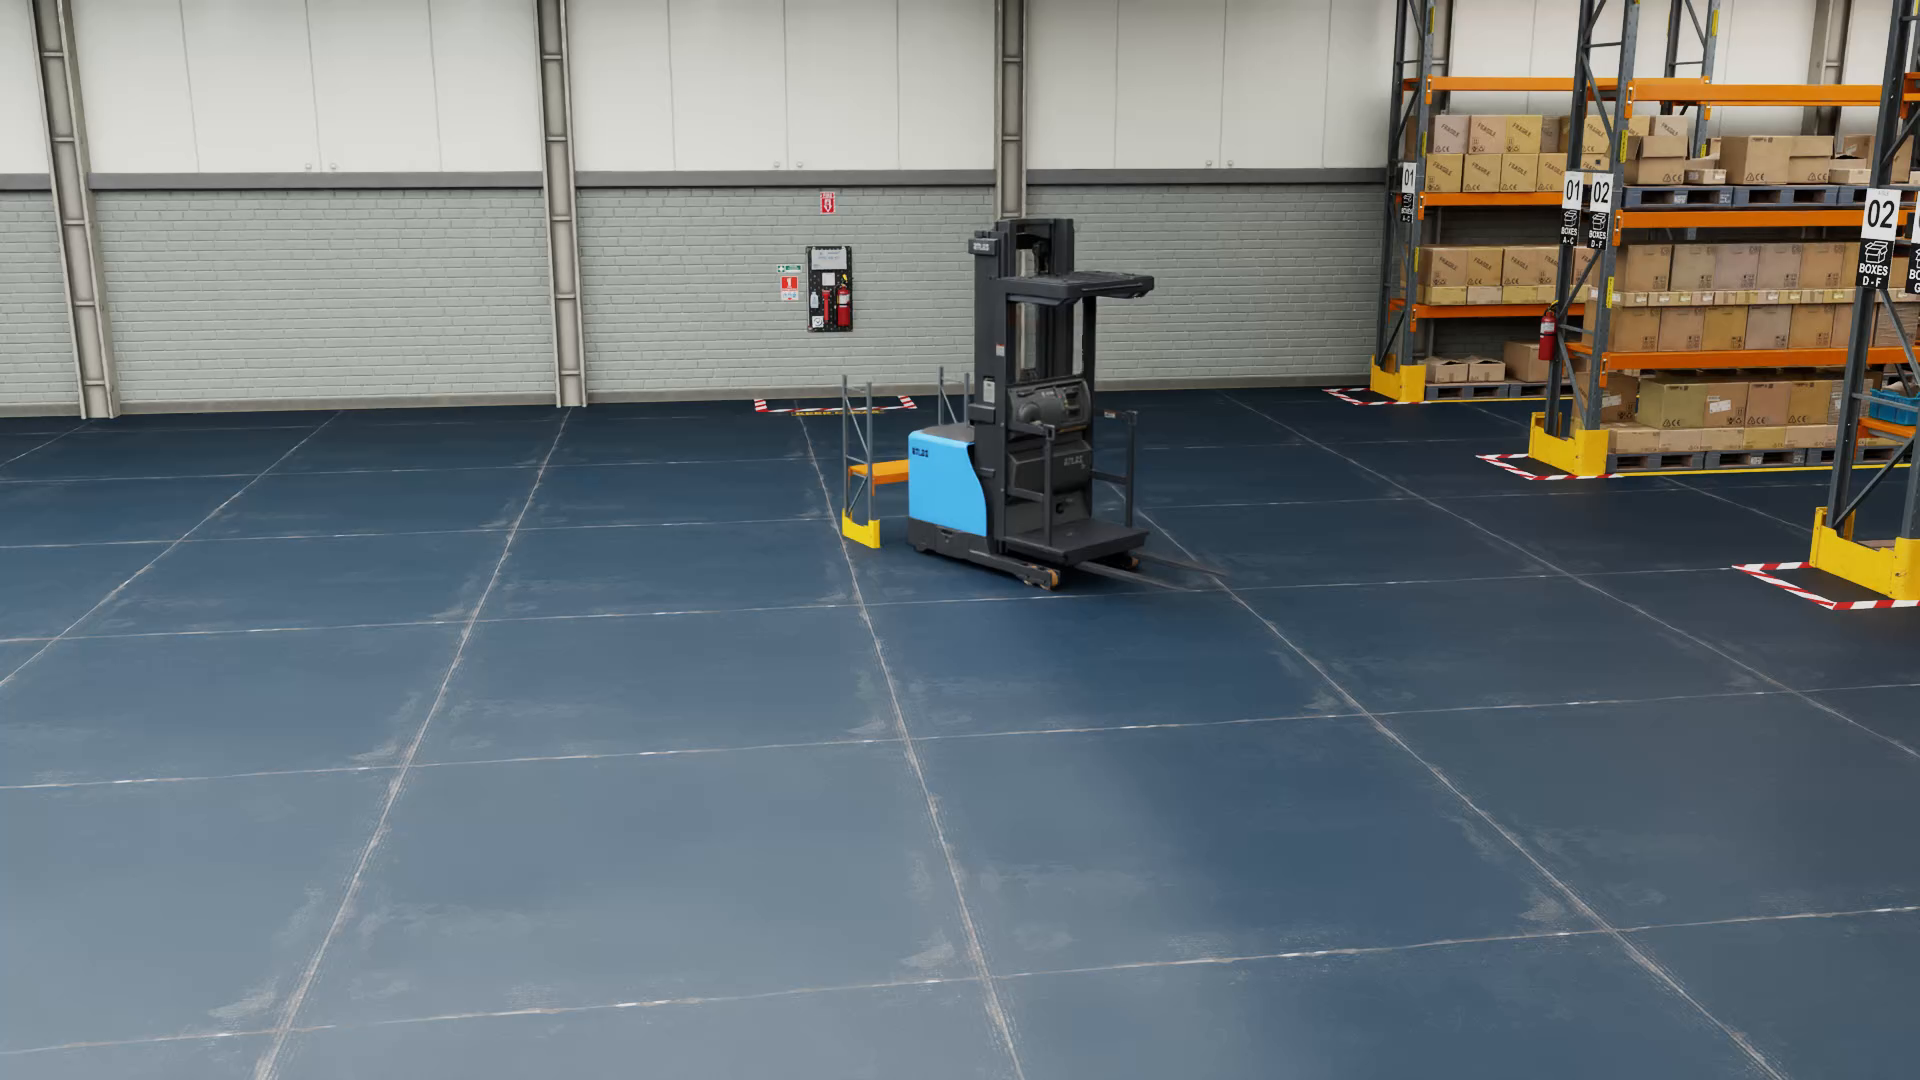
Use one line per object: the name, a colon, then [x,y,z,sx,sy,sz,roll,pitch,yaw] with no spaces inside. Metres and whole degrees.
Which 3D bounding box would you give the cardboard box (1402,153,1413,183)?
cardboard box: [6.425,-5.072,22.896,0.500,0.500,0.500,-1,14,-4]

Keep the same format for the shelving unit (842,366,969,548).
shelving unit: [-0.483,-0.782,15.286,1.083,1.500,0.587,-9,16,-31]

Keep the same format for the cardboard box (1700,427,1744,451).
cardboard box: [8.344,-1.165,18.517,0.500,0.250,0.500,-2,14,-8]

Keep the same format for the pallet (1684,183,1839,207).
pallet: [8.704,-3.768,18.125,1.213,0.211,1.003,-2,14,-8]

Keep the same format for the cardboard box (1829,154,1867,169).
cardboard box: [9.676,-4.146,18.480,0.500,0.311,0.500,-3,14,-11]

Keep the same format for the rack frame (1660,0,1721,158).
rack frame: [10.006,-6.538,22.821,0.127,3.000,1.000,-2,14,-8]

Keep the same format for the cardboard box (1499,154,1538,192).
cardboard box: [7.468,-4.979,22.524,0.500,0.500,0.500,-1,14,-6]

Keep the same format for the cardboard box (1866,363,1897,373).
cardboard box: [13.257,-2.735,24.225,0.500,0.500,0.700,-2,14,-8]

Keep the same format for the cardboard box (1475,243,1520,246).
cardboard box: [7.495,-3.888,23.311,0.500,0.500,0.500,-2,14,-10]

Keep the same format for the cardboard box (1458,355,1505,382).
cardboard box: [7.312,-2.417,23.342,0.500,0.311,0.500,-1,14,-4]

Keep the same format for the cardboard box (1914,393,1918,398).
cardboard box: [11.193,-1.534,18.836,0.500,0.311,0.500,-2,14,-8]

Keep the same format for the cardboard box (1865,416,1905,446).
cardboard box: [10.322,-1.237,18.807,0.500,0.250,0.500,-2,14,-8]

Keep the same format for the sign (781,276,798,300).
sign: [-2.331,-3.441,22.731,0.234,0.329,0.001,-2,14,-8]

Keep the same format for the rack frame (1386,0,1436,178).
rack frame: [6.050,-6.393,22.243,0.127,3.000,1.000,-2,14,-8]

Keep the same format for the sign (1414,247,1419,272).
sign: [6.131,-3.773,22.347,0.005,0.325,0.100,-2,14,-8]

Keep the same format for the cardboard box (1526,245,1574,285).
cardboard box: [8.078,-3.783,22.895,0.500,0.500,0.500,-2,14,-7]

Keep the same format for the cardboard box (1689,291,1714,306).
cardboard box: [7.970,-2.645,18.091,0.250,0.149,0.380,-2,14,-9]

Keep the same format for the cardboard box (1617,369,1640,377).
cardboard box: [9.481,-2.441,23.736,0.250,0.166,0.380,-4,15,-16]

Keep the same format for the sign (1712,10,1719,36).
sign: [10.068,-6.898,22.175,0.005,0.325,0.100,-2,14,-8]

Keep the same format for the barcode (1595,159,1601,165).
barcode: [7.019,-4.155,18.293,0.075,0.075,0.001,-2,14,-8]

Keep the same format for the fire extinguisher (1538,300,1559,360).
fire extinguisher: [6.606,-2.362,18.660,0.183,0.674,0.296,-2,14,-8]

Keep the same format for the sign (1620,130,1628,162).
sign: [6.869,-4.075,17.208,0.005,0.325,0.100,-2,14,-8]

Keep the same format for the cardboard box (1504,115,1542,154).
cardboard box: [7.476,-5.464,22.403,0.500,0.500,0.500,-2,14,-7]

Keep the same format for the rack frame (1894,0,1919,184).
rack frame: [10.748,-5.347,18.070,0.127,3.000,1.000,-2,14,-8]

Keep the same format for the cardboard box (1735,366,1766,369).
cardboard box: [11.235,-2.691,24.046,0.500,0.500,0.700,-2,14,-9]

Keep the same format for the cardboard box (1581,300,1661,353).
cardboard box: [7.256,-2.354,18.265,0.500,0.500,0.700,-2,14,-8]

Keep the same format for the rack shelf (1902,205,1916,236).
rack shelf: [12.725,-3.615,18.812,4.000,0.370,1.077,-2,14,-8]

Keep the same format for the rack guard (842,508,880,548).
rack guard: [-0.906,-0.112,15.183,0.087,0.250,0.587,-9,16,-31]

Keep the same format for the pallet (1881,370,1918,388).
pallet: [13.188,-2.393,24.356,1.213,0.211,1.003,-2,14,-8]

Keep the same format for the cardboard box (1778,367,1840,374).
cardboard box: [9.749,-1.709,19.146,0.500,0.500,0.500,-2,14,-8]

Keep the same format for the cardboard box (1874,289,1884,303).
cardboard box: [10.007,-2.720,18.390,0.250,0.149,0.380,-3,14,-10]

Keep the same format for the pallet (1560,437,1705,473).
pallet: [7.542,-0.977,18.712,1.213,0.211,1.003,-2,14,-8]

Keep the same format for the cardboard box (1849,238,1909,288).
cardboard box: [10.310,-3.097,18.560,0.500,0.500,0.700,-2,14,-8]

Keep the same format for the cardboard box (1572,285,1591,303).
cardboard box: [8.594,-3.437,23.056,0.500,0.250,0.500,-2,14,-9]

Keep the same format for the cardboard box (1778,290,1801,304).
cardboard box: [8.993,-2.682,18.241,0.250,0.149,0.380,-2,14,-6]

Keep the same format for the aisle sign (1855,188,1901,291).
aisle sign: [7.411,-2.430,13.429,0.004,0.787,0.394,-2,14,-8]

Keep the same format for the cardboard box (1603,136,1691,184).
cardboard box: [7.361,-4.088,17.855,0.637,0.503,0.797,-1,14,-4]

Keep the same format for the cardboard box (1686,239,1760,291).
cardboard box: [8.326,-3.024,18.270,0.500,0.500,0.700,-2,14,-8]

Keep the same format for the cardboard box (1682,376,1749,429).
cardboard box: [8.342,-1.531,18.437,0.500,0.500,0.500,-2,14,-8]

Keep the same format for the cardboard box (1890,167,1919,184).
cardboard box: [13.289,-5.104,23.409,0.500,0.311,0.500,-2,14,-8]

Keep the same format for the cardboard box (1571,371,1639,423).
cardboard box: [7.278,-1.617,18.777,0.500,0.500,0.500,-2,14,-8]

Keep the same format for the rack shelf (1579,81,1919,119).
rack shelf: [8.770,-4.731,17.917,4.000,0.370,1.077,-2,14,-8]

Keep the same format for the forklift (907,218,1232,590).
forklift: [0.901,-1.153,13.824,1.130,2.935,3.031,-13,19,-41]

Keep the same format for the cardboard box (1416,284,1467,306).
cardboard box: [6.580,-3.361,22.755,0.500,0.250,0.500,-3,14,-10]

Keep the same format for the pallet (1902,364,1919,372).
pallet: [14.752,-2.431,24.510,1.213,0.211,1.003,-2,14,-8]

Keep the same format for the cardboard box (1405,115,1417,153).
cardboard box: [6.438,-5.560,22.785,0.500,0.500,0.500,-1,14,-6]

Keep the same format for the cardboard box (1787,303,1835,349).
cardboard box: [9.292,-2.430,18.566,0.500,0.500,0.700,-2,14,-7]

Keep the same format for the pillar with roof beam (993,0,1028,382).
pillar with roof beam: [1.322,-5.374,18.178,0.400,9.000,9.100,-2,14,-8]

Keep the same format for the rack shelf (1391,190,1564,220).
rack shelf: [8.028,-4.662,22.984,4.000,0.370,1.077,-2,14,-8]

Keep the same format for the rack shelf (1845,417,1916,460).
rack shelf: [9.504,-0.824,13.847,4.000,0.370,1.077,-2,14,-8]
